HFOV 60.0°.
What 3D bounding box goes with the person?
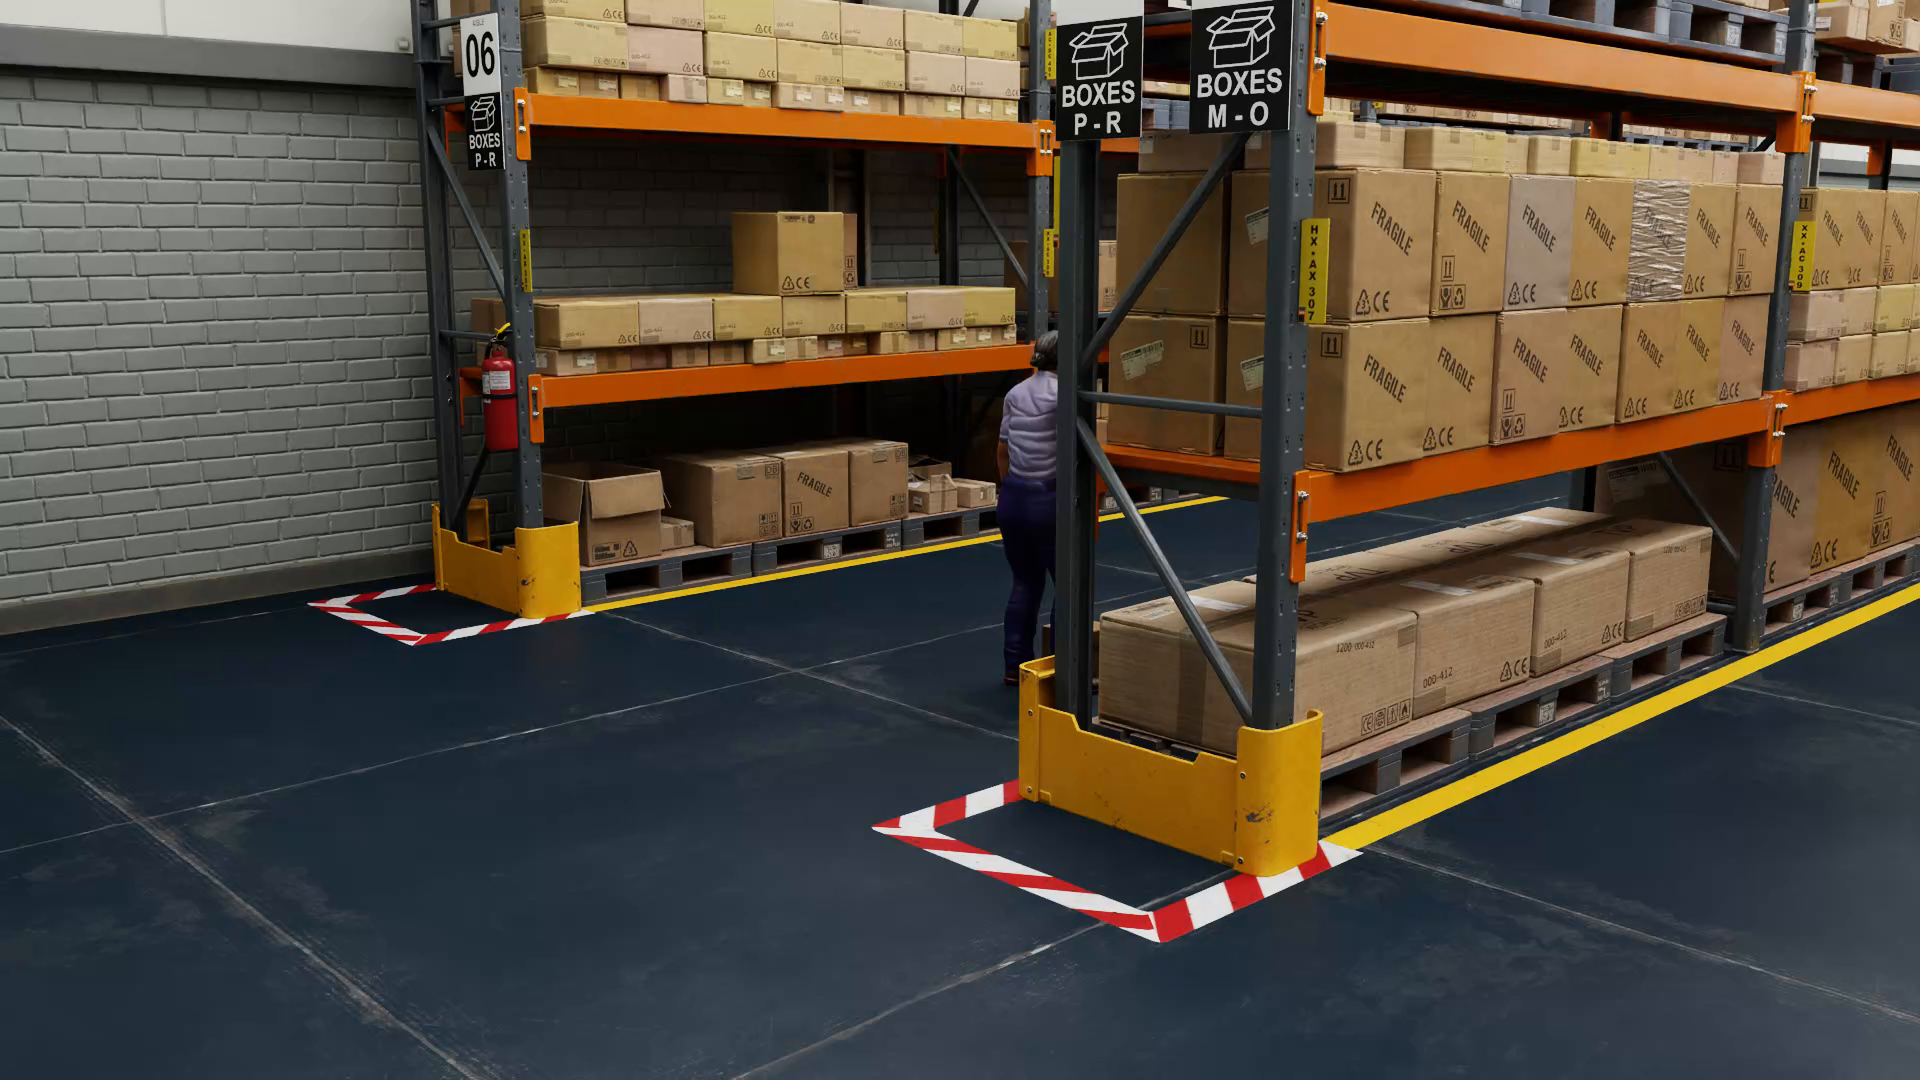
[{"bbox_3d":[0.394,-0.127,7.629,0.371,1.648,0.538,-10,14,-42],"label":"person"}]
